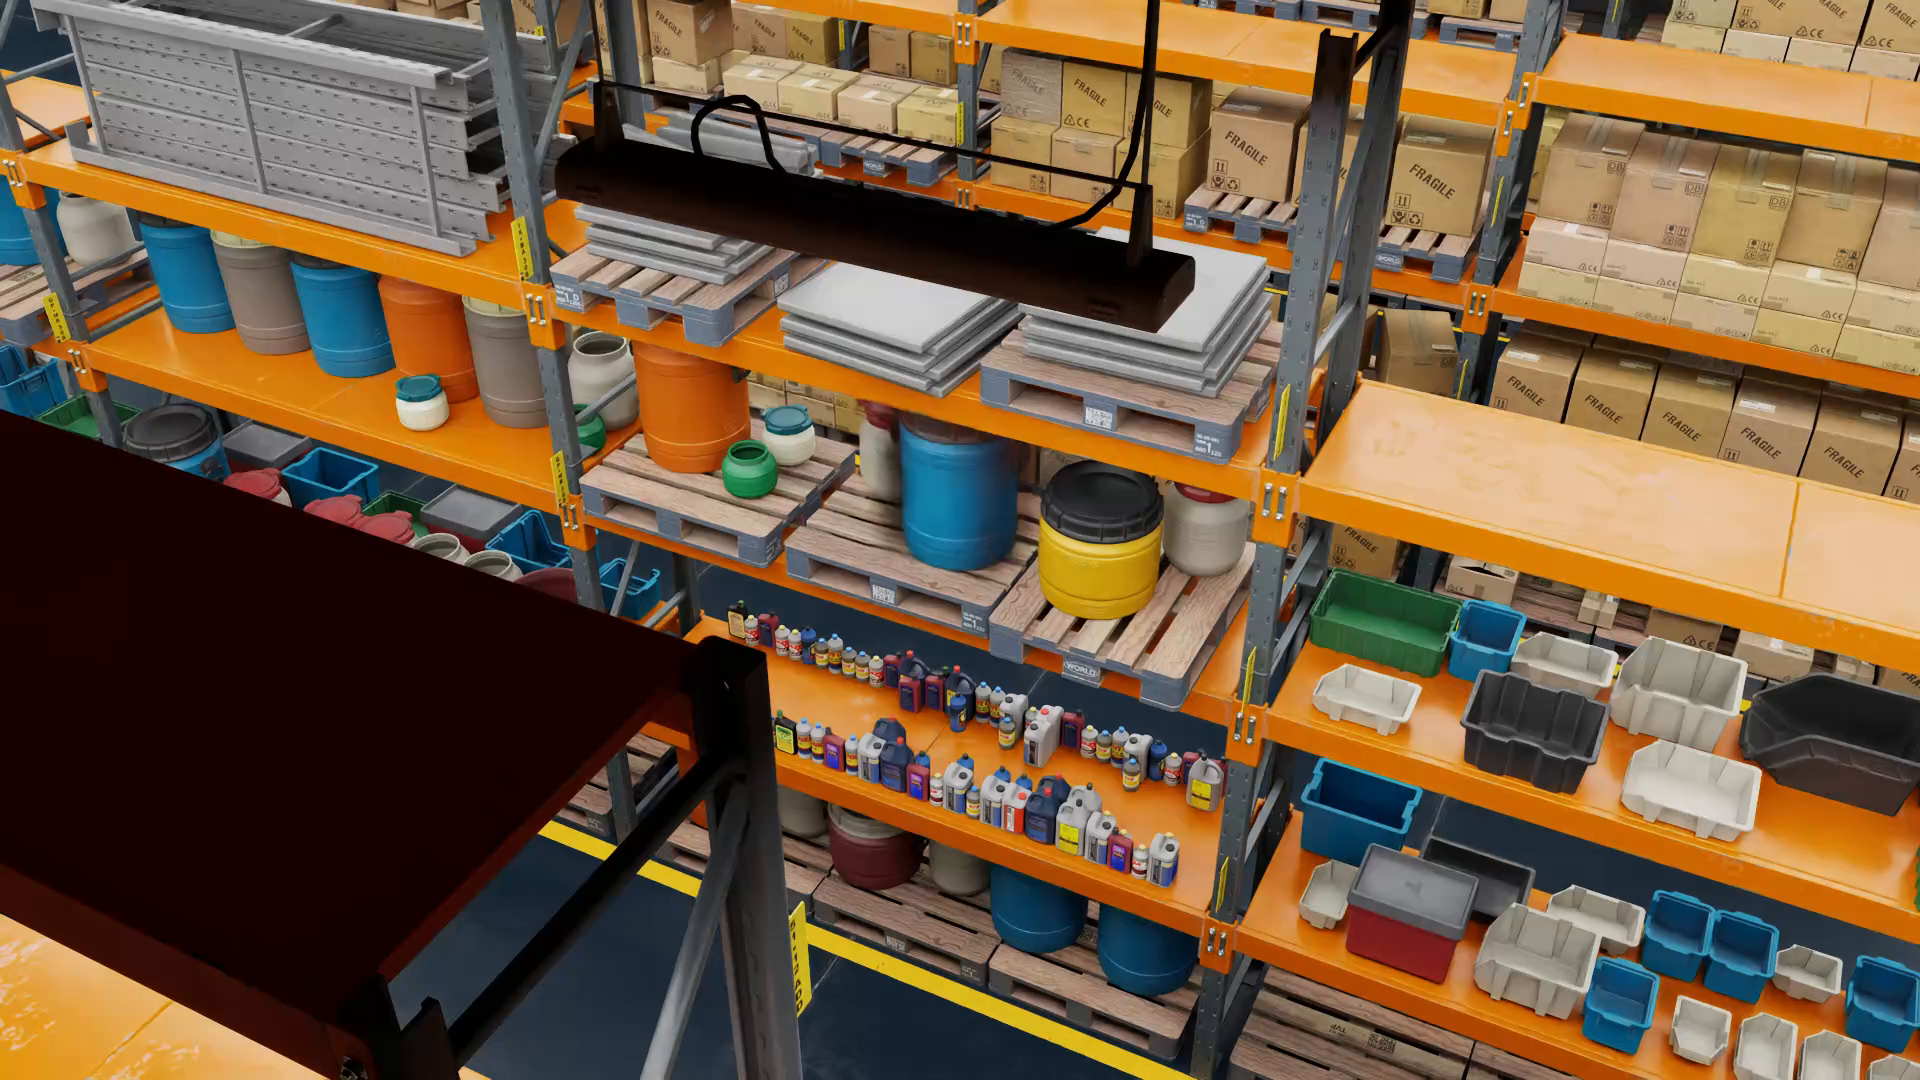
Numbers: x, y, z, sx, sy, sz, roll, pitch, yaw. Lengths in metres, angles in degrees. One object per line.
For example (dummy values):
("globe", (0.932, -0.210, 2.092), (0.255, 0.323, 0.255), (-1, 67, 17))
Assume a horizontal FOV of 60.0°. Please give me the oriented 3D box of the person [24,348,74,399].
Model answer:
("person", (-8.049, -1.648, 14.787), (0.843, 1.618, 0.468), (6, 36, 9))
